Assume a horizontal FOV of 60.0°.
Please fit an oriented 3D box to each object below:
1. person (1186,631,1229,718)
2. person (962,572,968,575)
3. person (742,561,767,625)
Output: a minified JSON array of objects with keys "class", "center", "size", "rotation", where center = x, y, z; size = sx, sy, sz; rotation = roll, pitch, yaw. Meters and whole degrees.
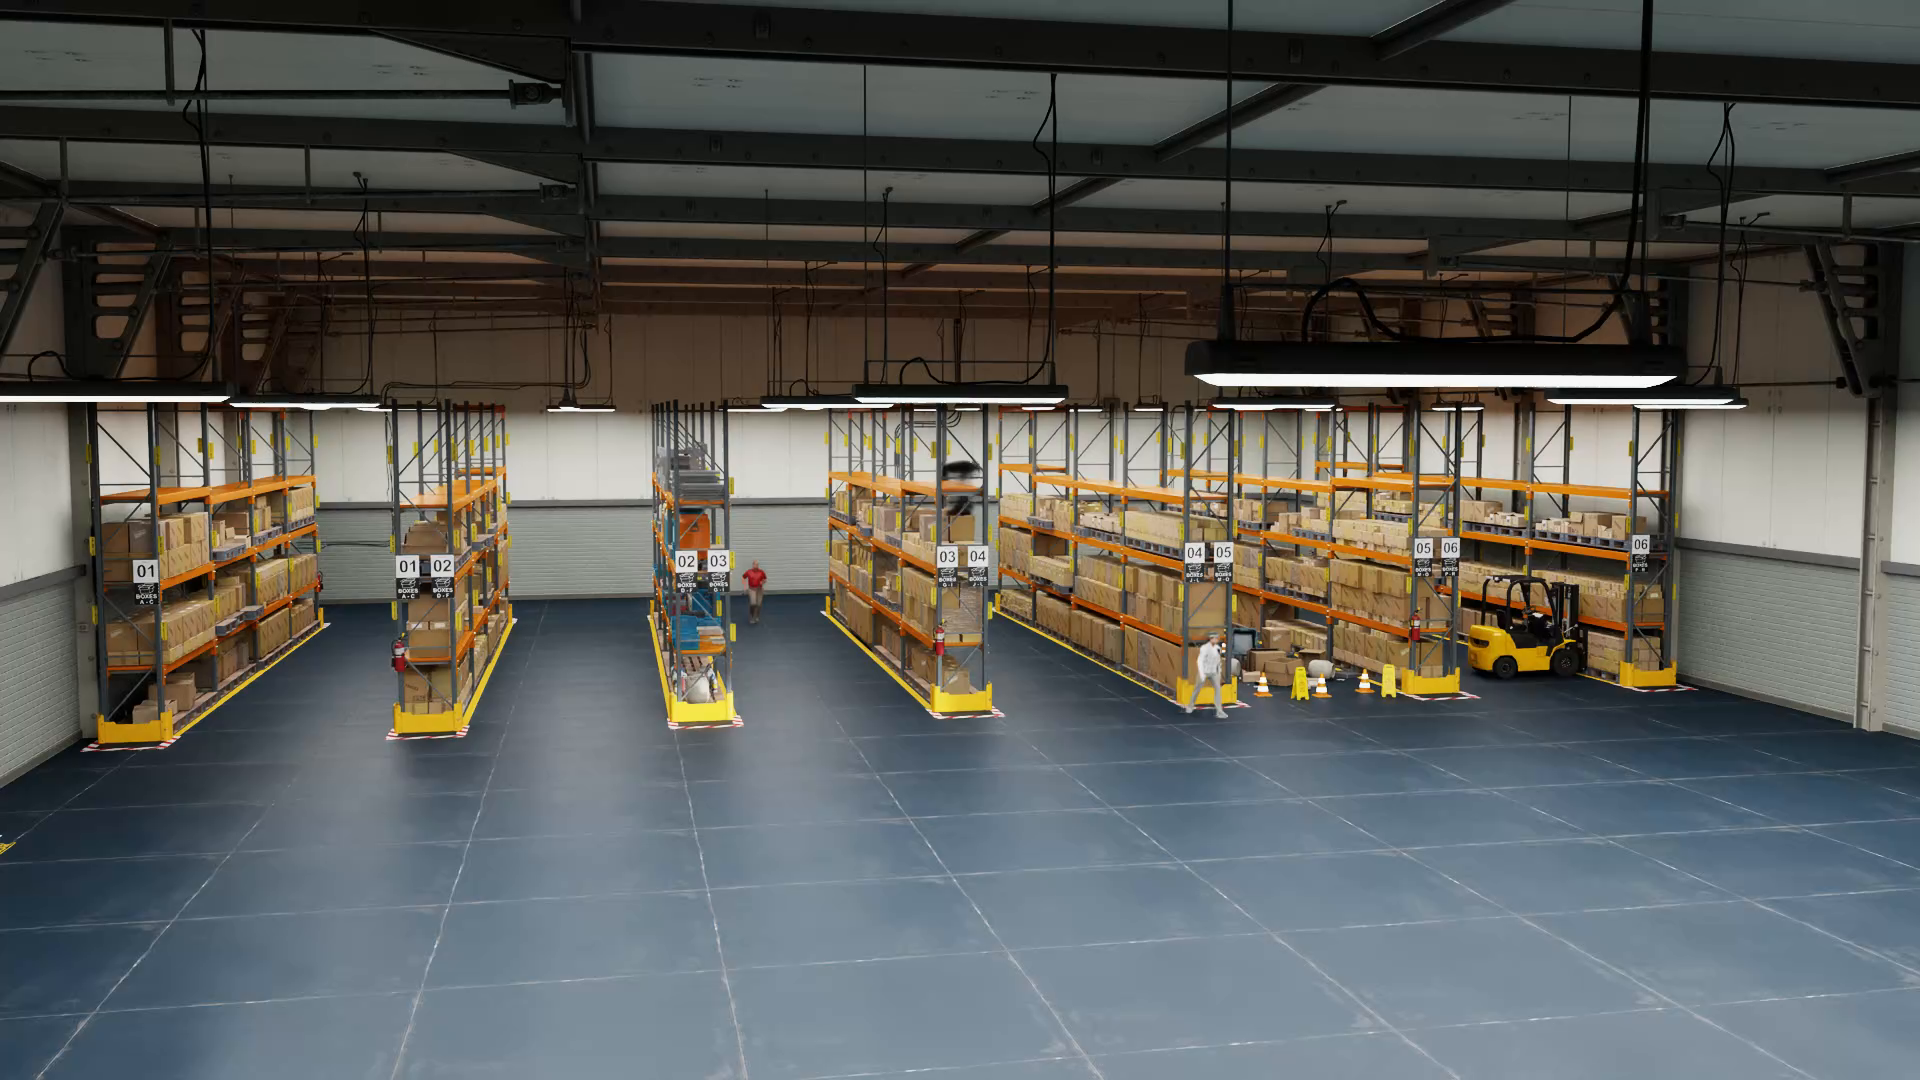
[{"class":"person","center":[4.720,2.528,31.611],"size":[0.628,1.631,0.866],"rotation":[-2,5,-27]},{"class":"person","center":[0.142,1.206,49.783],"size":[0.683,1.559,0.868],"rotation":[-1,4,-12]},{"class":"person","center":[-5.591,1.448,45.491],"size":[0.643,1.767,0.736],"rotation":[-2,5,-21]}]
